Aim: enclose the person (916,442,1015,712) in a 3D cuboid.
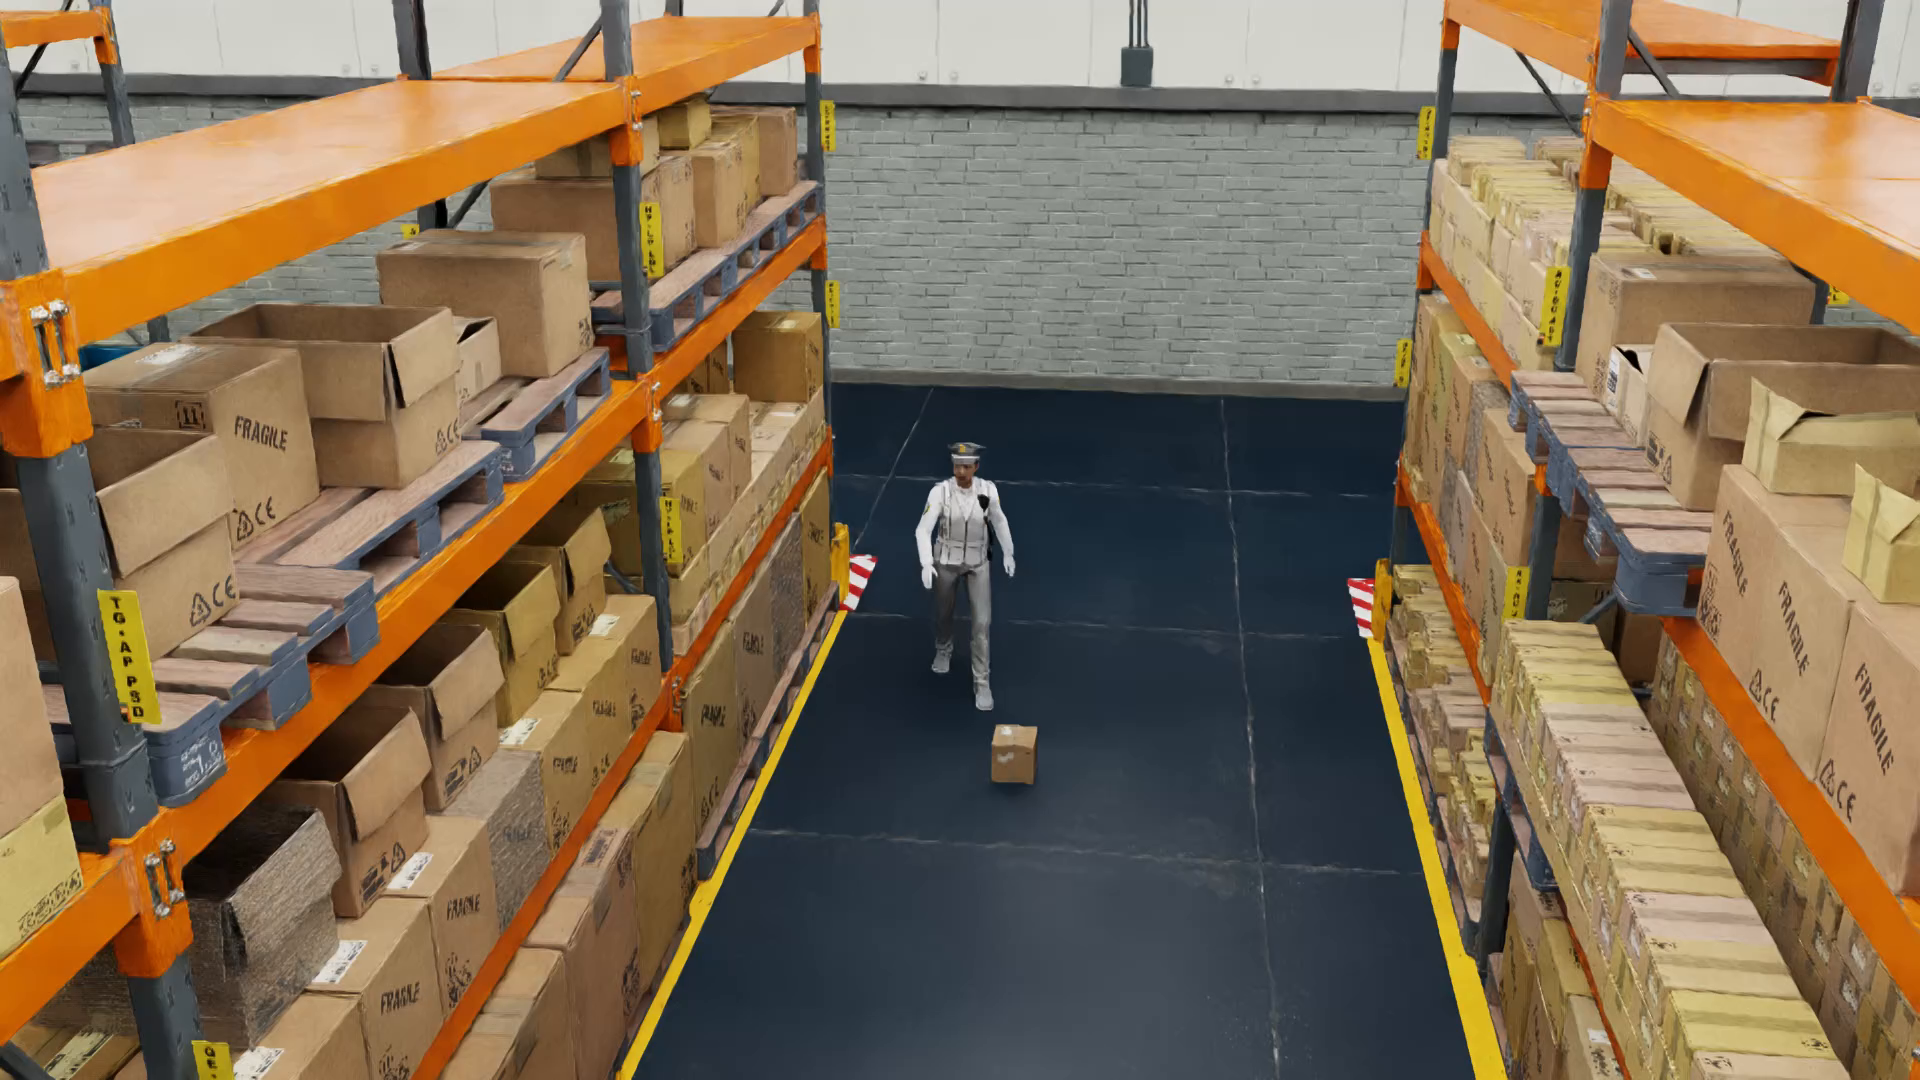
[{"bbox_3d":[0.051,0.172,10.631,0.666,1.664,0.851,-3,21,-6],"label":"person"}]
